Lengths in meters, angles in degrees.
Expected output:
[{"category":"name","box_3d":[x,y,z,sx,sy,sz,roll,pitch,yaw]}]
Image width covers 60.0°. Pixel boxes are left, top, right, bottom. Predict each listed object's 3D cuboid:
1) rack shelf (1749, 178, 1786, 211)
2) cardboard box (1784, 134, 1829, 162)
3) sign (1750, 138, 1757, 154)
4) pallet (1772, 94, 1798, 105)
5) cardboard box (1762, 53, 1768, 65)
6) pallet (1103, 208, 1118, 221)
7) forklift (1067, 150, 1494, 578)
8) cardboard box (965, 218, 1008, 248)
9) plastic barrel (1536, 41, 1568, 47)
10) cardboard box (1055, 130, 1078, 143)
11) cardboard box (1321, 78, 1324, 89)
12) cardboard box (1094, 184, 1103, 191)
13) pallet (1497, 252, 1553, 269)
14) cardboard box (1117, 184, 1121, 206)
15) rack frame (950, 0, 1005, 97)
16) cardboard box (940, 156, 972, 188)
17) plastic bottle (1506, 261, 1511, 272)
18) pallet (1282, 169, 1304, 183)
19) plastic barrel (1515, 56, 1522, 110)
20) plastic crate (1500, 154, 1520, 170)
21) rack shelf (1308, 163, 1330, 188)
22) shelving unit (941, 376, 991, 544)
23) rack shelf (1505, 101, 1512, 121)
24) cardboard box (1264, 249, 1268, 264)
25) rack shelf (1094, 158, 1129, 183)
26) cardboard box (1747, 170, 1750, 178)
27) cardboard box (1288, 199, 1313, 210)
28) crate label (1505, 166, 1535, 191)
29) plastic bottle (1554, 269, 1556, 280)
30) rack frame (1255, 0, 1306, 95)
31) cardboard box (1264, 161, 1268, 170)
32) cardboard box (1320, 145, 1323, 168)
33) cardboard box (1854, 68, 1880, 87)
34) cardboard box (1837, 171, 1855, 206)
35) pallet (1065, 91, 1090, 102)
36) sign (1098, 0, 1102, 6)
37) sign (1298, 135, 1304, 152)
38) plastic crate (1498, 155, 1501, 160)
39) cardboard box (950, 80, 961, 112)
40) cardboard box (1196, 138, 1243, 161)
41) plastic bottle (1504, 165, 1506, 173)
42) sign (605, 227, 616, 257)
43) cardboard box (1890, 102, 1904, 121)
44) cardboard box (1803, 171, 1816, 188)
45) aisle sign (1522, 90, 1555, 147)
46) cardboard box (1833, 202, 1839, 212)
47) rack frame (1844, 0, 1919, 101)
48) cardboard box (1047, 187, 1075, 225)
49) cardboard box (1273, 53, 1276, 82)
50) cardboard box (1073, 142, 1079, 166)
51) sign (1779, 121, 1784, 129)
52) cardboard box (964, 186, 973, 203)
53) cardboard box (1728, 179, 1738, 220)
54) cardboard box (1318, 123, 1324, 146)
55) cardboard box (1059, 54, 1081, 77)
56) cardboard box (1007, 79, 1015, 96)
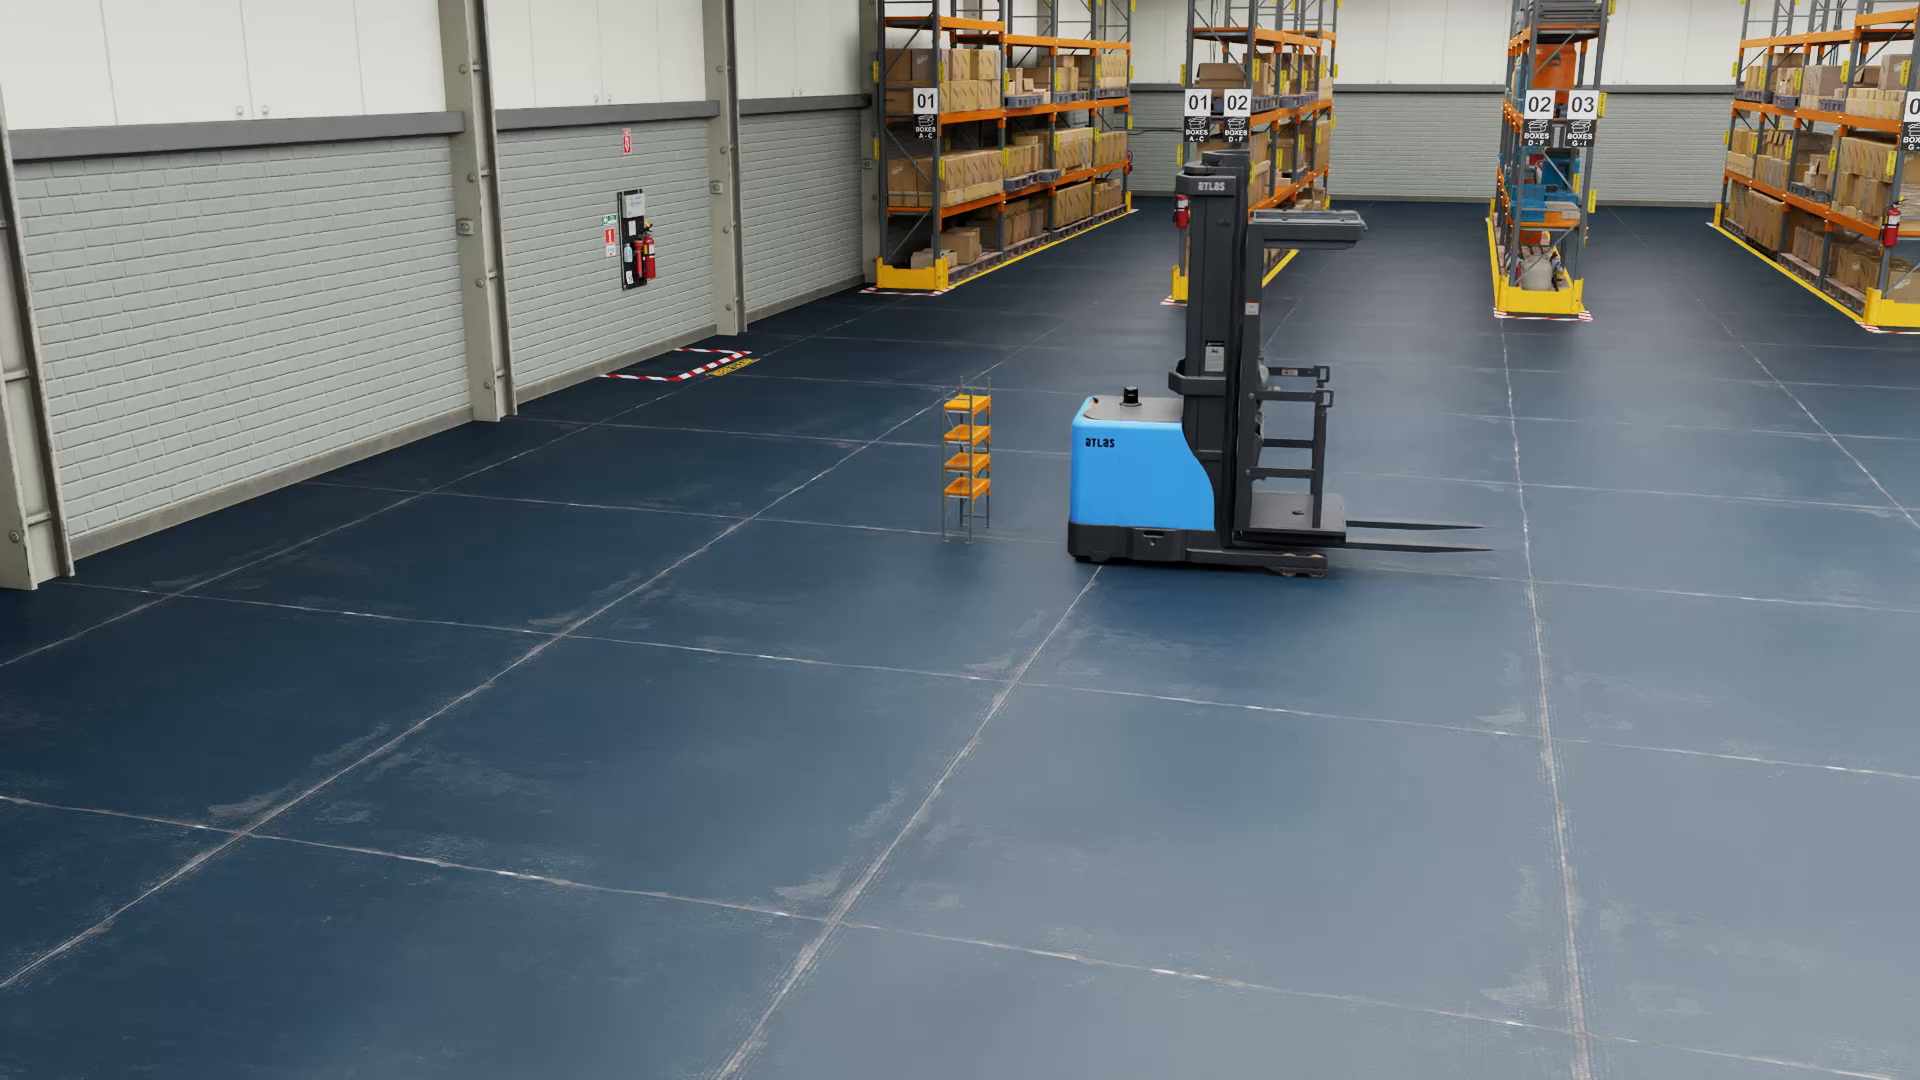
[{"category":"rack shelf","box_3d":[16.272,-6.733,32.390,1.077,0.370,4.000,5,16,16]},{"category":"cardboard box","box_3d":[16.115,-7.447,31.567,0.797,0.503,0.637,5,17,17]},{"category":"sign","box_3d":[16.308,-8.100,34.158,0.100,0.325,0.005,5,16,16]},{"category":"pallet","box_3d":[16.627,-8.710,32.894,0.805,0.209,1.217,4,16,14]},{"category":"cardboard box","box_3d":[17.393,-10.224,35.369,0.500,0.250,0.500,4,16,14]},{"category":"pallet","box_3d":[3.229,-7.927,40.389,1.003,0.211,1.213,5,16,16]},{"category":"forklift","box_3d":[2.360,-1.296,12.027,3.031,2.935,1.130,3,16,10]},{"category":"cardboard box","box_3d":[0.513,-5.865,31.785,0.700,0.500,0.500,5,17,18]},{"category":"plastic barrel","box_3d":[9.433,-7.528,26.688,0.600,0.901,0.708,5,16,16]},{"category":"cardboard box","box_3d":[2.262,-8.775,36.129,0.500,0.250,0.500,4,16,15]},{"category":"cardboard box","box_3d":[7.860,-10.222,37.233,0.500,0.250,0.500,5,16,16]},{"category":"cardboard box","box_3d":[3.176,-8.330,39.322,0.380,0.149,0.250,5,17,18]},{"category":"pallet","box_3d":[10.349,-5.081,30.356,1.003,0.211,1.213,5,16,16]},{"category":"cardboard box","box_3d":[3.627,-8.610,41.499,0.700,0.500,0.500,5,16,16]},{"category":"rack frame","box_3d":[0.320,-9.548,30.001,1.000,3.000,0.127,5,16,16]},{"category":"cardboard box","box_3d":[-0.090,-6.279,28.332,0.500,0.500,0.500,4,16,14]},{"category":"plastic bottle","box_3d":[8.920,-4.363,26.900,0.152,0.276,0.135,4,16,14]},{"category":"pallet","box_3d":[6.332,-7.416,33.829,1.213,0.211,1.003,5,16,16]},{"category":"plastic barrel","box_3d":[9.940,-7.899,28.765,0.600,0.901,0.600,0,16,0]},{"category":"plastic crate","box_3d":[11.897,-8.157,36.008,0.392,0.384,0.575,5,16,16]},{"category":"rack shelf","box_3d":[7.912,-8.549,38.791,1.077,0.370,4.000,5,16,16]},{"category":"shelving unit","box_3d":[0.047,-0.621,12.818,0.258,1.200,0.503,5,16,16]},{"category":"rack shelf","box_3d":[11.523,-8.560,33.335,1.077,0.370,4.000,5,16,16]},{"category":"cardboard box","box_3d":[5.148,-5.020,29.300,0.500,0.250,0.500,5,16,16]},{"category":"rack shelf","box_3d":[3.161,-8.932,40.142,1.077,0.370,4.000,5,16,16]},{"category":"cardboard box","box_3d":[16.686,-7.655,34.780,0.380,0.149,0.250,5,17,17]},{"category":"cardboard box","box_3d":[7.478,-7.230,36.596,0.500,0.500,0.500,5,16,16]},{"category":"crate label","box_3d":[10.413,-6.718,30.954,0.502,0.435,0.616,5,16,16]},{"category":"plastic bottle","box_3d":[9.649,-4.305,26.831,0.097,0.201,0.097,0,16,0]},{"category":"rack frame","box_3d":[6.207,-10.212,32.340,1.000,3.000,0.127,5,16,16]},{"category":"cardboard box","box_3d":[5.126,-6.487,28.830,0.380,0.149,0.250,4,16,15]},{"category":"cardboard box","box_3d":[8.036,-8.797,38.164,0.500,0.500,0.500,5,16,16]},{"category":"cardboard box","box_3d":[14.795,-7.320,26.683,0.797,0.503,0.637,4,16,13]},{"category":"cardboard box","box_3d":[14.204,-5.460,25.853,0.875,0.500,0.500,5,16,16]},{"category":"pallet","box_3d":[2.380,-9.862,36.957,0.805,0.209,1.217,4,16,14]},{"category":"sign","box_3d":[3.117,-12.090,37.105,0.100,0.325,0.005,5,16,16]},{"category":"sign","box_3d":[6.740,-7.840,32.852,0.100,0.325,0.005,5,16,16]},{"category":"plastic crate","box_3d":[12.655,-8.770,38.450,0.416,0.233,0.300,5,16,16]},{"category":"cardboard box","box_3d":[-0.296,-7.322,27.431,0.500,0.500,0.500,6,17,20]},{"category":"cardboard box","box_3d":[4.093,-6.040,26.065,0.700,0.500,0.500,5,16,16]},{"category":"plastic bottle","box_3d":[11.491,-7.740,34.847,0.152,0.276,0.135,5,16,16]},{"category":"sign","box_3d":[-4.147,-3.533,19.723,0.001,0.329,0.234,5,16,16]},{"category":"cardboard box","box_3d":[13.324,-5.980,23.193,0.500,0.250,0.500,5,17,17]},{"category":"cardboard box","box_3d":[15.007,-6.265,28.927,0.500,0.250,0.500,4,16,14]},{"category":"aisle sign","box_3d":[8.376,-6.102,24.082,0.394,0.787,0.004,5,16,16]},{"category":"cardboard box","box_3d":[14.134,-5.292,26.448,0.380,0.149,0.250,5,16,16]},{"category":"rack frame","box_3d":[14.567,-8.396,25.939,1.000,3.000,0.127,5,16,16]},{"category":"cardboard box","box_3d":[2.046,-7.287,36.194,0.750,0.750,0.750,5,16,16]},{"category":"cardboard box","box_3d":[5.423,-8.522,30.010,0.500,0.500,0.500,6,17,21]},{"category":"cardboard box","box_3d":[2.280,-8.419,36.251,0.500,0.500,0.500,5,17,17]},{"category":"sign","box_3d":[18.493,-9.274,37.474,0.100,0.325,0.005,5,16,16]},{"category":"cardboard box","box_3d":[-0.090,-5.926,28.463,0.500,0.250,0.500,4,16,15]},{"category":"cardboard box","box_3d":[17.872,-7.655,37.446,0.875,0.875,0.875,5,16,16]},{"category":"cardboard box","box_3d":[8.040,-9.272,38.006,0.500,0.500,0.500,4,16,14]},{"category":"cardboard box","box_3d":[2.568,-10.938,38.345,0.500,0.500,0.500,4,16,15]},{"category":"cardboard box","box_3d":[0.727,-8.562,31.416,0.500,0.311,0.500,5,17,18]}]
